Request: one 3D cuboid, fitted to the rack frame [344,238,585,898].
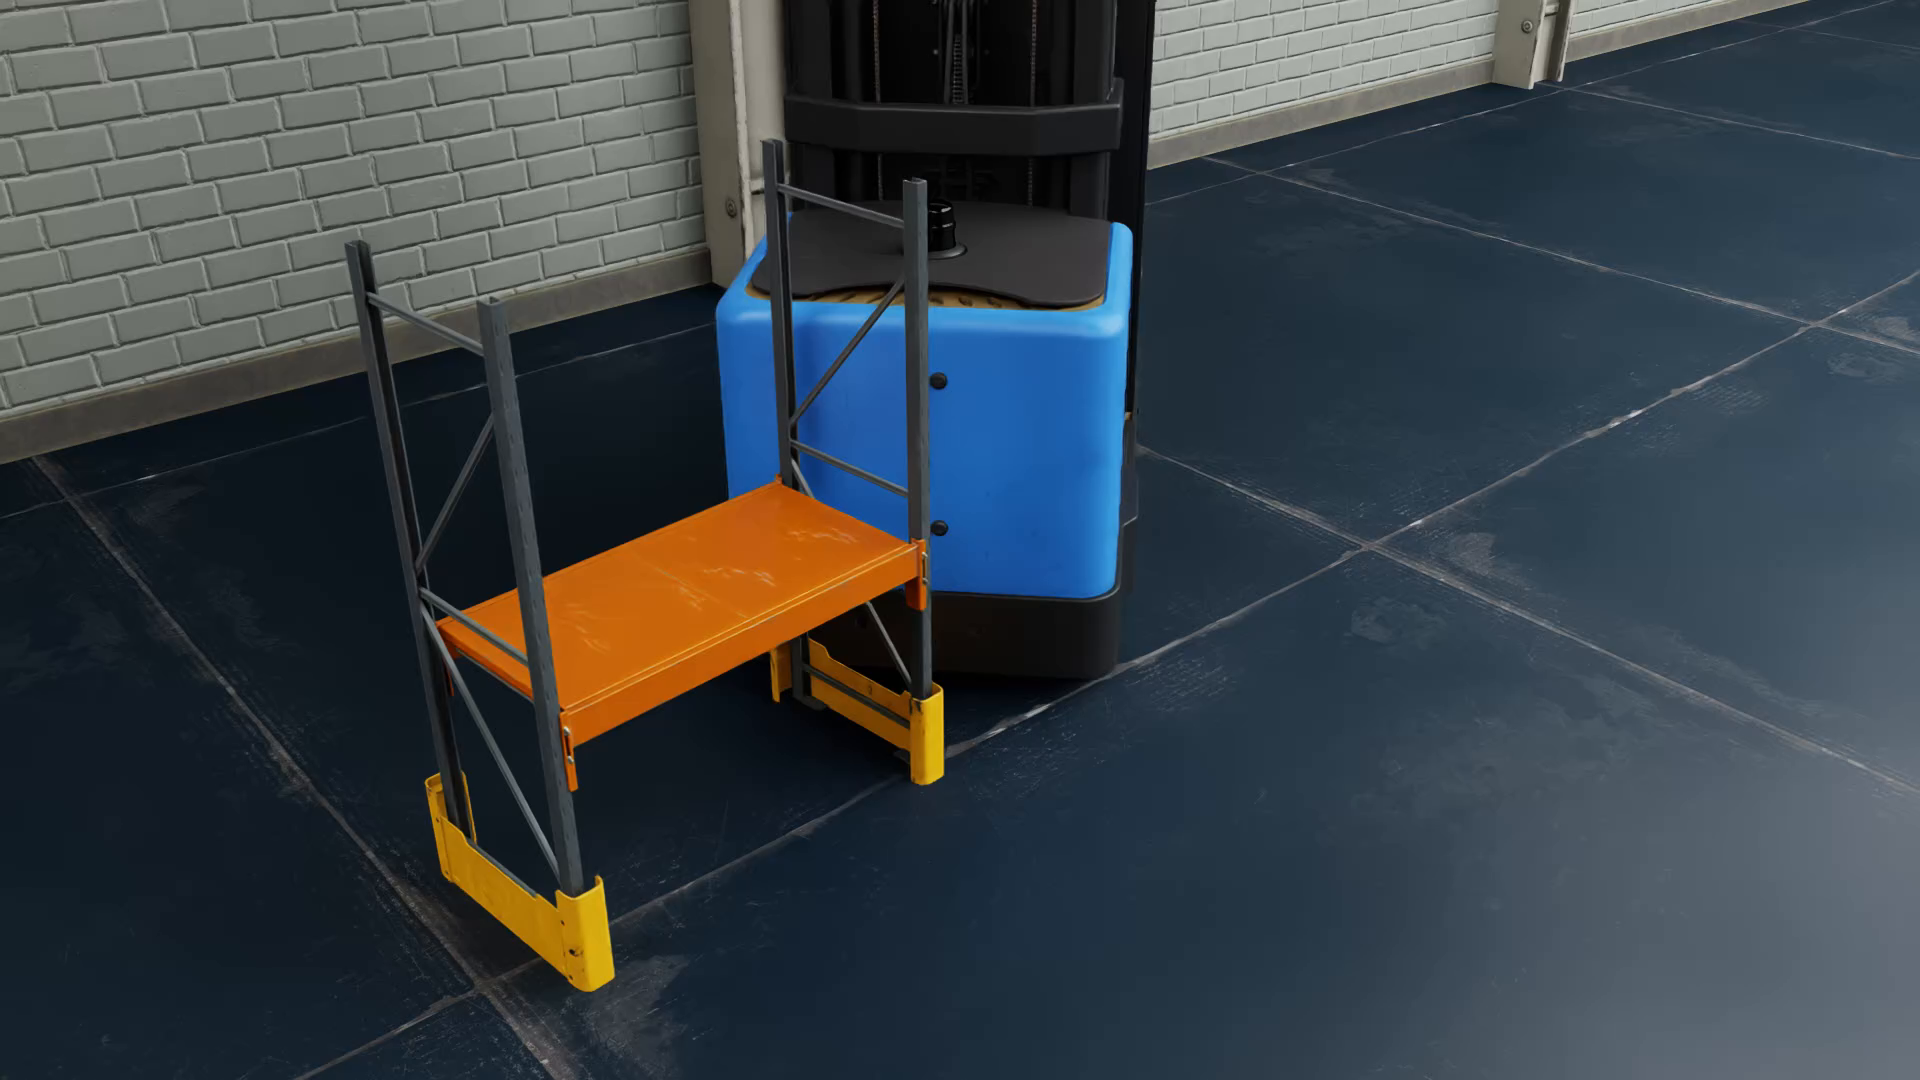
[{"bbox_3d":[-0.963,0.180,3.322,0.500,1.500,0.032,24,37,38],"label":"rack frame"}]

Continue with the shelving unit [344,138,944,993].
[{"bbox_3d":[-0.617,0.011,3.639,0.587,1.500,1.083,24,37,38],"label":"shelving unit"}]

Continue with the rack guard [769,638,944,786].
[{"bbox_3d":[-0.272,0.393,4.250,0.587,0.250,0.087,24,37,38],"label":"rack guard"}]

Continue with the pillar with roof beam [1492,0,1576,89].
[{"bbox_3d":[6.486,-5.427,5.858,0.400,9.000,9.100,-22,35,-35],"label":"pillar with roof beam"}]

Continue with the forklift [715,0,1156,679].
[{"bbox_3d":[0.053,-1.591,5.117,1.130,2.935,3.031,3,28,5],"label":"forklift"}]

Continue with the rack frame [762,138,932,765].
[{"bbox_3d":[-0.259,-0.165,3.968,0.500,1.500,0.032,24,37,38],"label":"rack frame"}]

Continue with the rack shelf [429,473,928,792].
[{"bbox_3d":[-0.611,0.166,3.730,0.538,0.185,1.000,24,37,38],"label":"rack shelf"}]

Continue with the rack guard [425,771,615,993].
[{"bbox_3d":[-0.962,0.731,3.617,0.587,0.250,0.087,24,37,38],"label":"rack guard"}]

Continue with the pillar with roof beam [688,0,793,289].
[{"bbox_3d":[1.921,-3.592,2.423,0.400,9.000,9.100,-22,35,-35],"label":"pillar with roof beam"}]
